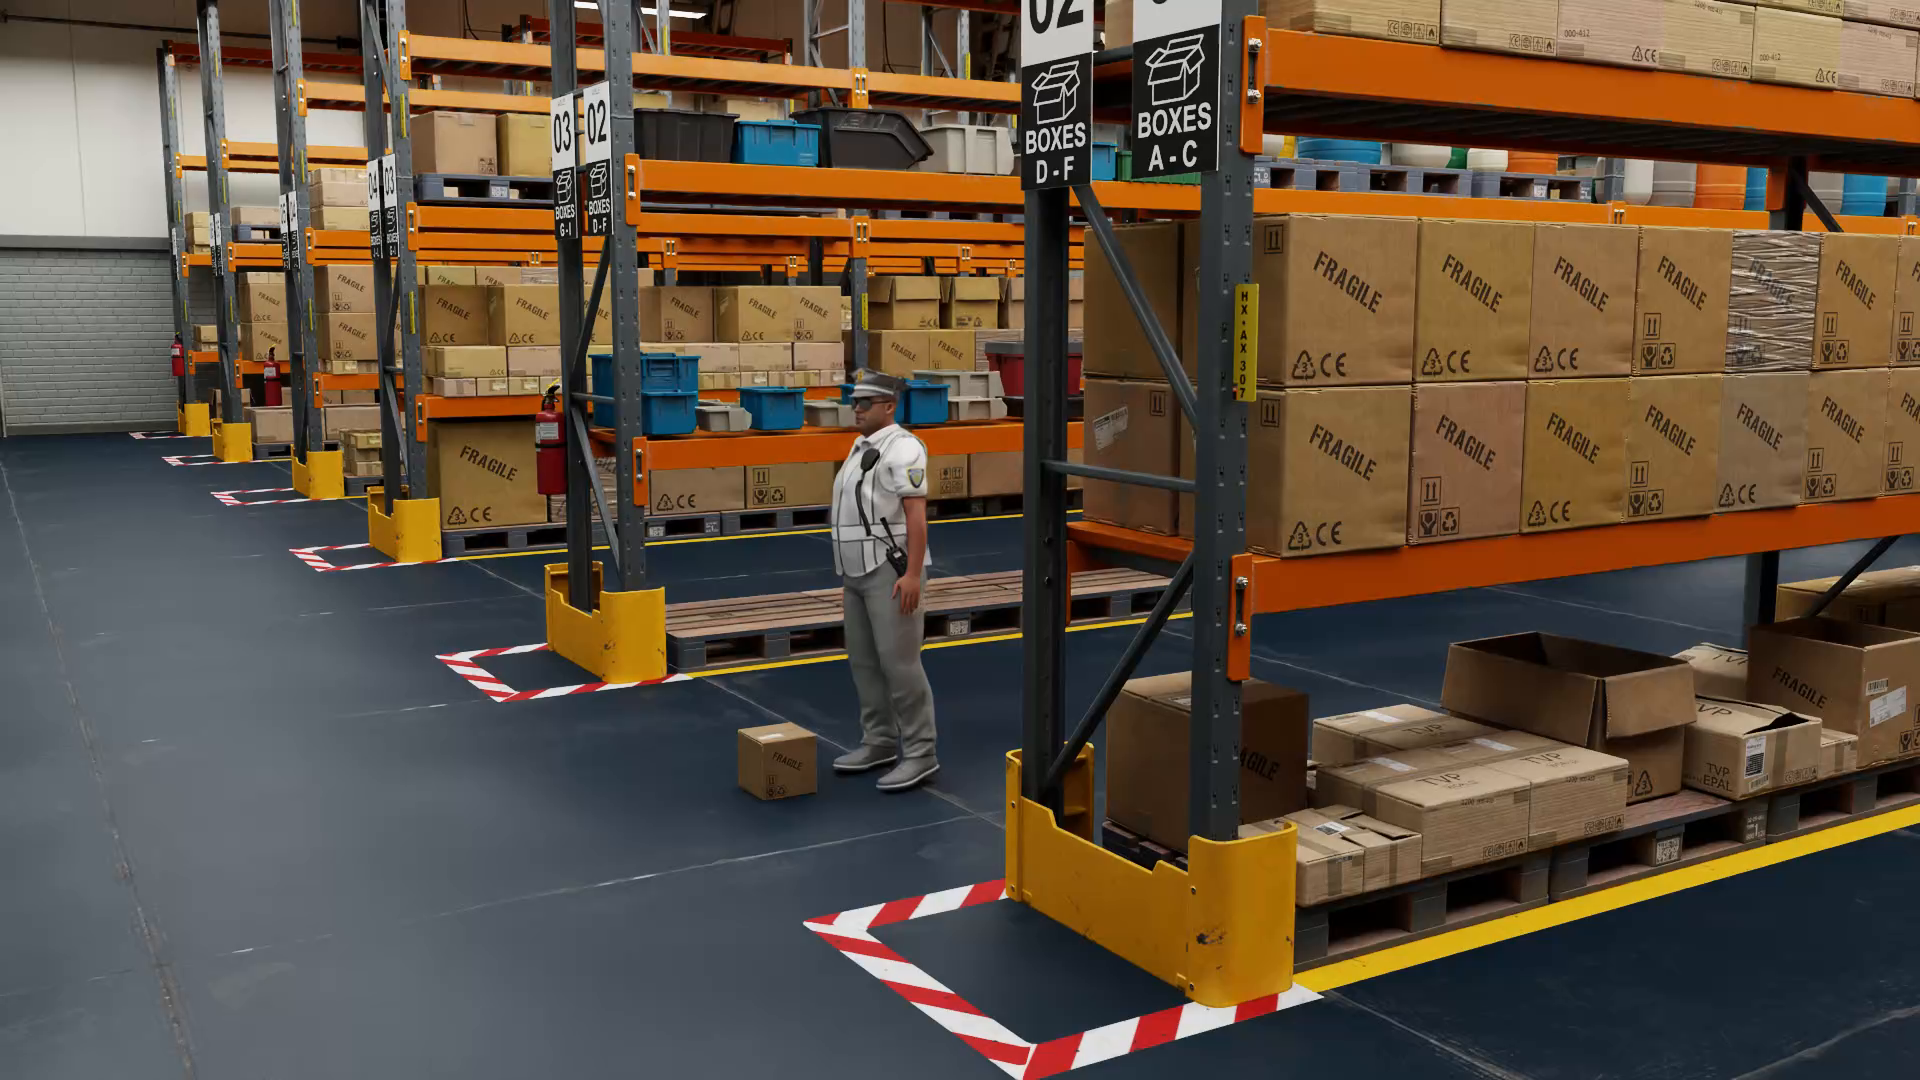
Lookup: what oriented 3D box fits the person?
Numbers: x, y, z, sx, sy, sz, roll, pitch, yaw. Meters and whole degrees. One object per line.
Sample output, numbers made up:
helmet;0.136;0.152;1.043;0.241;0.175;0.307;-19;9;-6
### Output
person;-0.341;0.150;7.180;0.396;1.770;0.596;-5;9;-29
